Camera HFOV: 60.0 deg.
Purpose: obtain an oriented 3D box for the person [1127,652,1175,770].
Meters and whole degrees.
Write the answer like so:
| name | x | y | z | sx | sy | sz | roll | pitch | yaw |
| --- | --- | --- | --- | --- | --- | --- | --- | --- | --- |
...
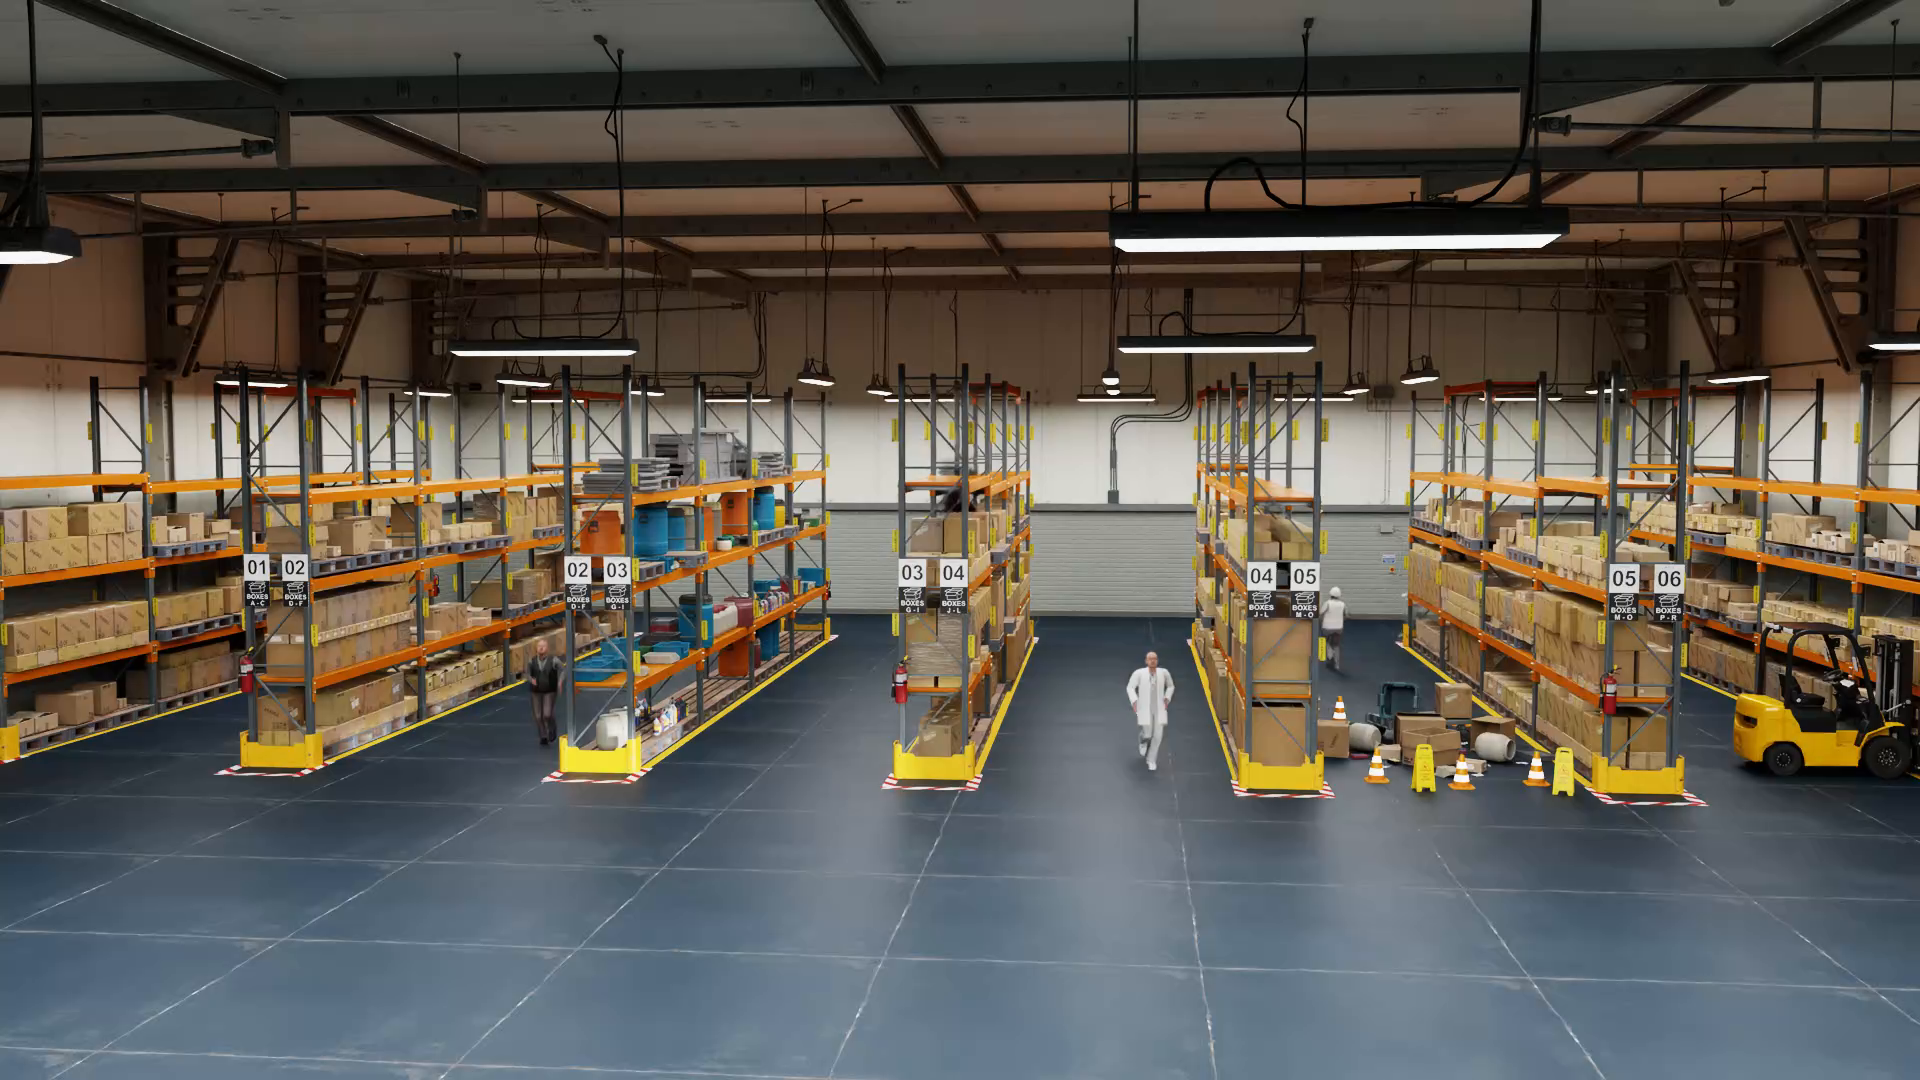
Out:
| name | x | y | z | sx | sy | sz | roll | pitch | yaw |
| --- | --- | --- | --- | --- | --- | --- | --- | --- | --- |
| person | 2.874 | 2.549 | 25.011 | 0.724 | 1.752 | 0.653 | 0 | 4 | -5 |

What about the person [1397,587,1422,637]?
| name | x | y | z | sx | sy | sz | roll | pitch | yaw |
| --- | --- | --- | --- | --- | --- | --- | --- | --- | --- |
| person | 11.025 | 1.527 | 40.363 | 0.892 | 1.766 | 0.728 | 2 | 4 | 31 |

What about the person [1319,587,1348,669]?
| name | x | y | z | sx | sy | sz | roll | pitch | yaw |
| --- | --- | --- | --- | --- | --- | --- | --- | --- | --- |
| person | 7.919 | 1.861 | 35.342 | 0.647 | 1.734 | 0.618 | 0 | 4 | -2 |

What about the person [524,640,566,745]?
| name | x | y | z | sx | sy | sz | roll | pitch | yaw |
| --- | --- | --- | --- | --- | --- | --- | --- | --- | --- |
| person | -6.647 | 2.449 | 26.544 | 0.643 | 1.682 | 0.603 | 0 | 4 | -1 |
